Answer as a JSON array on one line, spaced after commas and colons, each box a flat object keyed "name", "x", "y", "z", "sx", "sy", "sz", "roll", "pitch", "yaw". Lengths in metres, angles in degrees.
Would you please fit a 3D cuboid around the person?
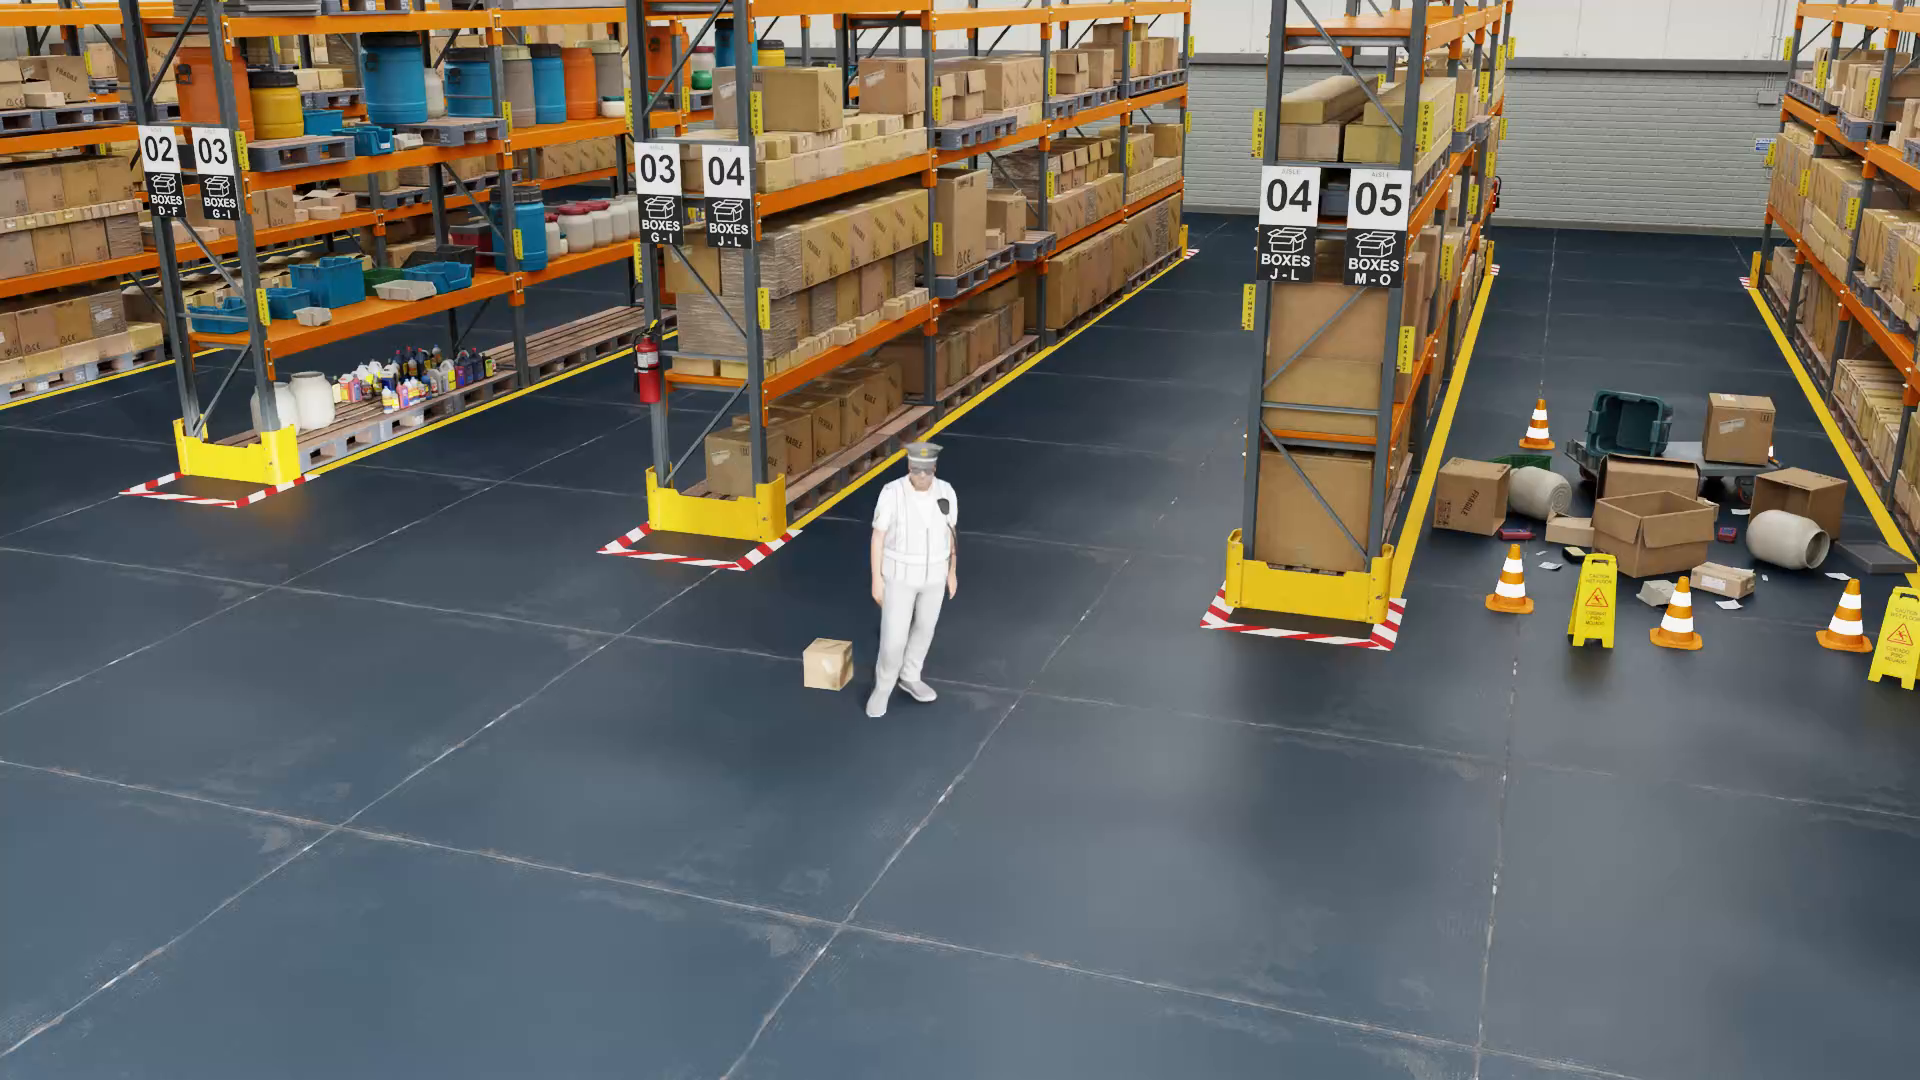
[{"name": "person", "x": -0.315, "y": 0.228, "z": 10.376, "sx": 0.633, "sy": 1.764, "sz": 0.487, "roll": -9, "pitch": 20, "yaw": -24}]
